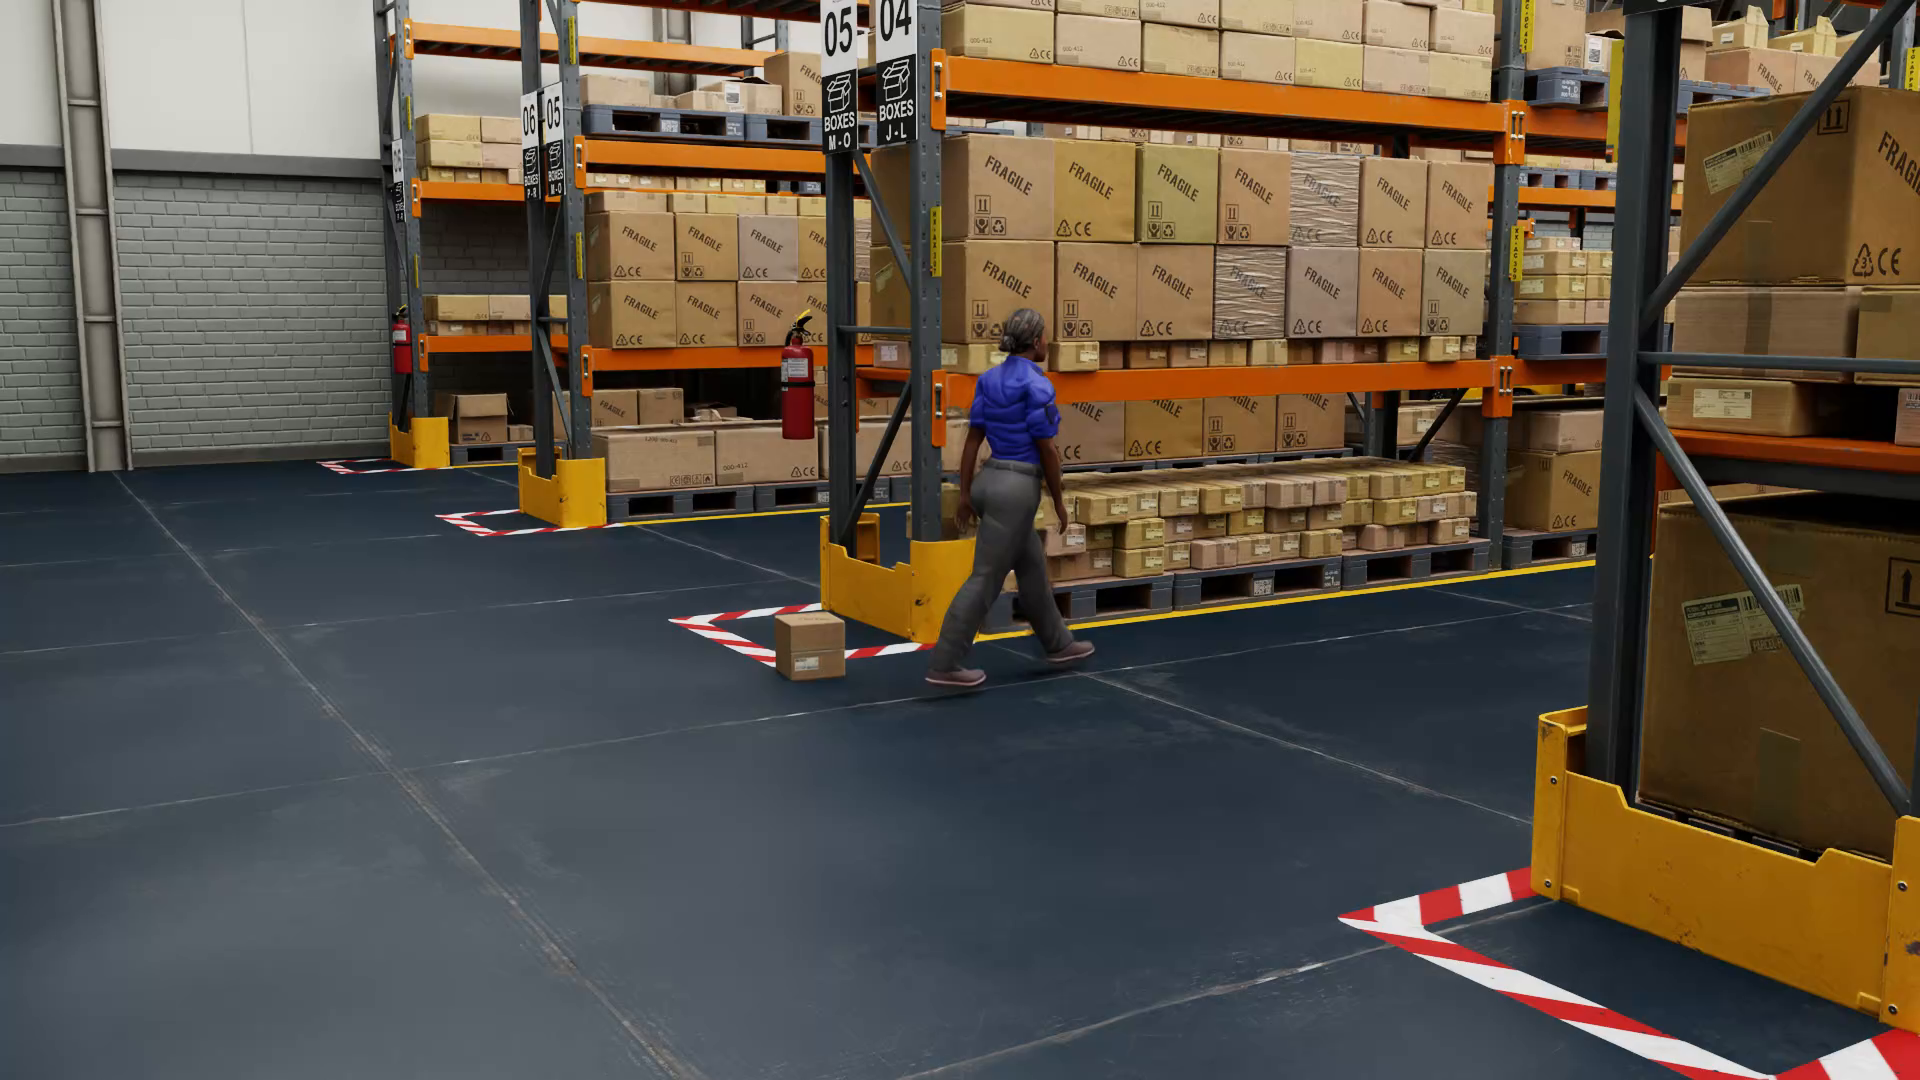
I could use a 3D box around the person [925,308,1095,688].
[{"bbox_3d":[0.270,-0.193,7.130,0.991,1.589,0.444,-5,10,-31],"label":"person"}]
